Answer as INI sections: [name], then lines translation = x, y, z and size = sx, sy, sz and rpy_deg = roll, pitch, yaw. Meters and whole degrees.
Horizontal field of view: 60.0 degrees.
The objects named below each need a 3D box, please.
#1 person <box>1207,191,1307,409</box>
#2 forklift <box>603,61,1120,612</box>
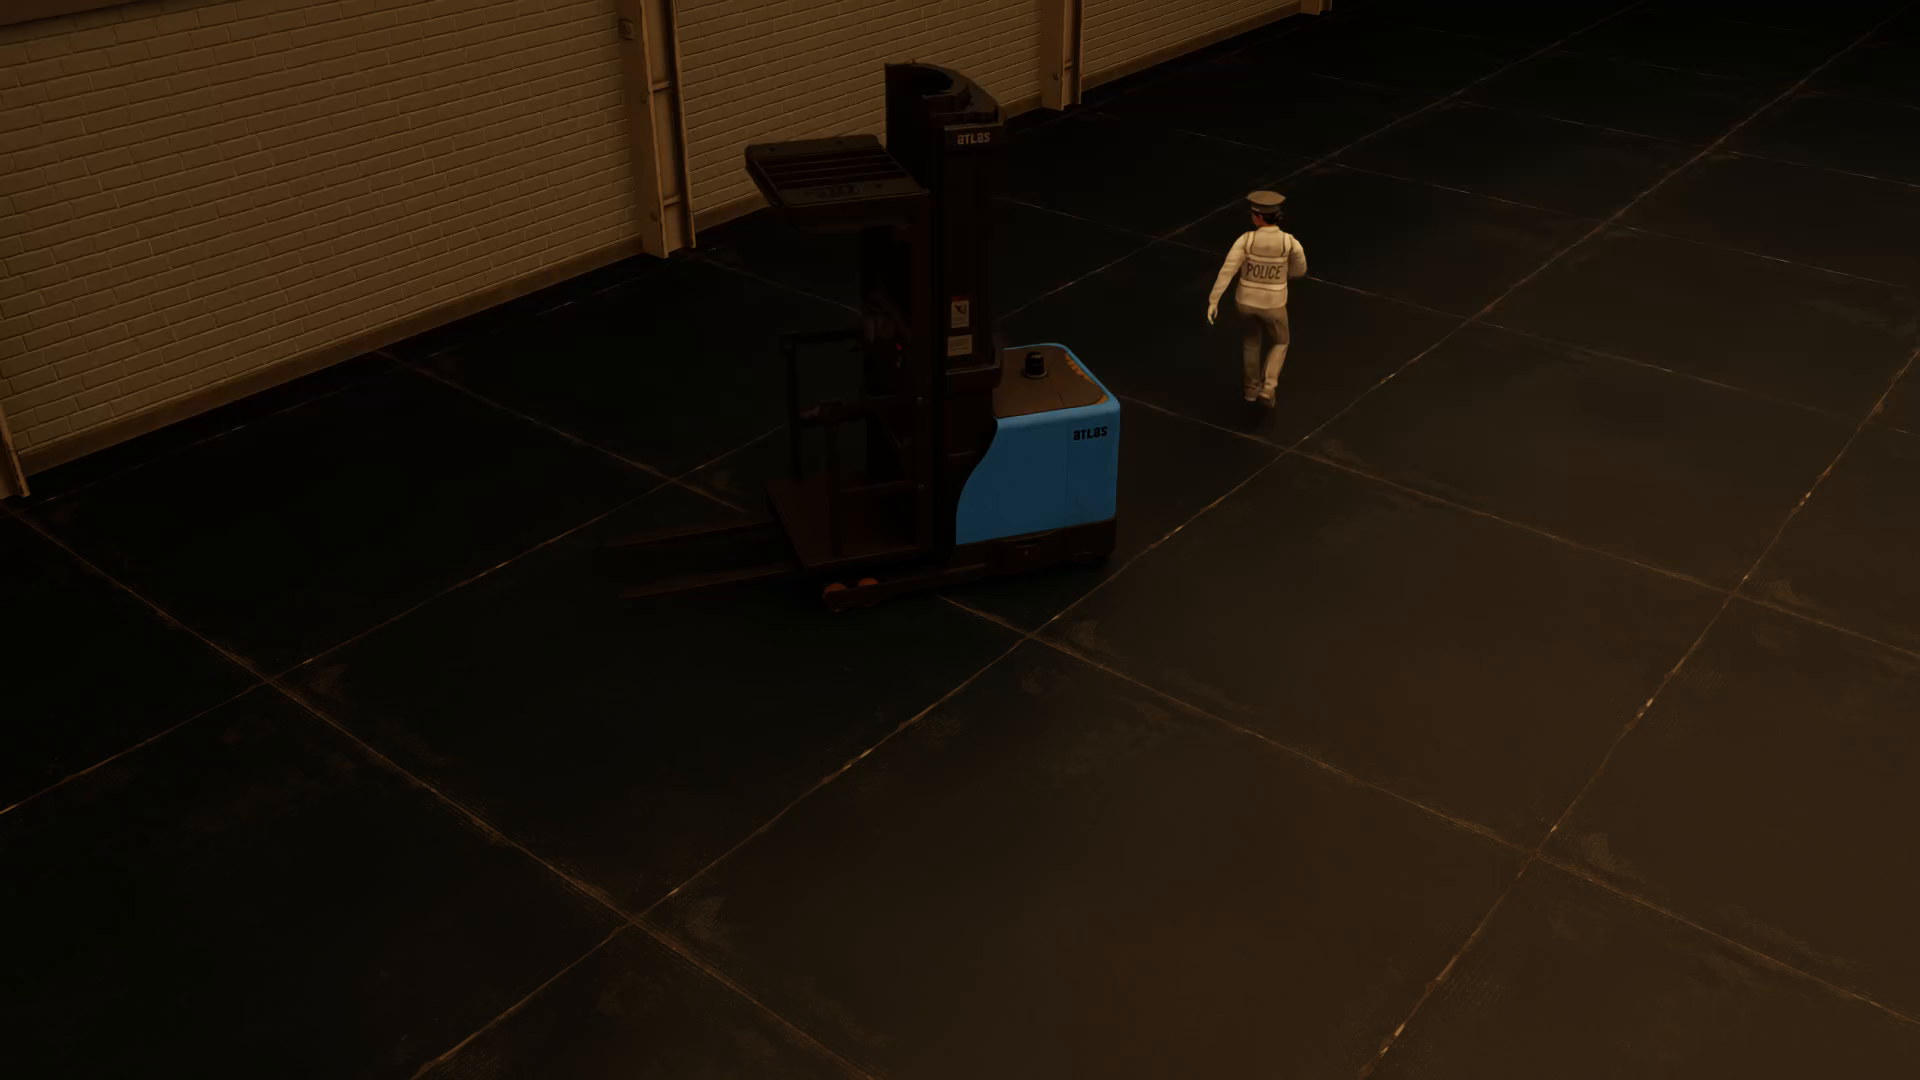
[person]
translation = 2.115, -1.695, 11.819
size = 0.620, 1.612, 0.593
rpy_deg = 11, 32, 18
[forklift]
translation = -0.614, -1.140, 9.546
size = 3.031, 2.935, 1.130
rpy_deg = -9, 32, -16
